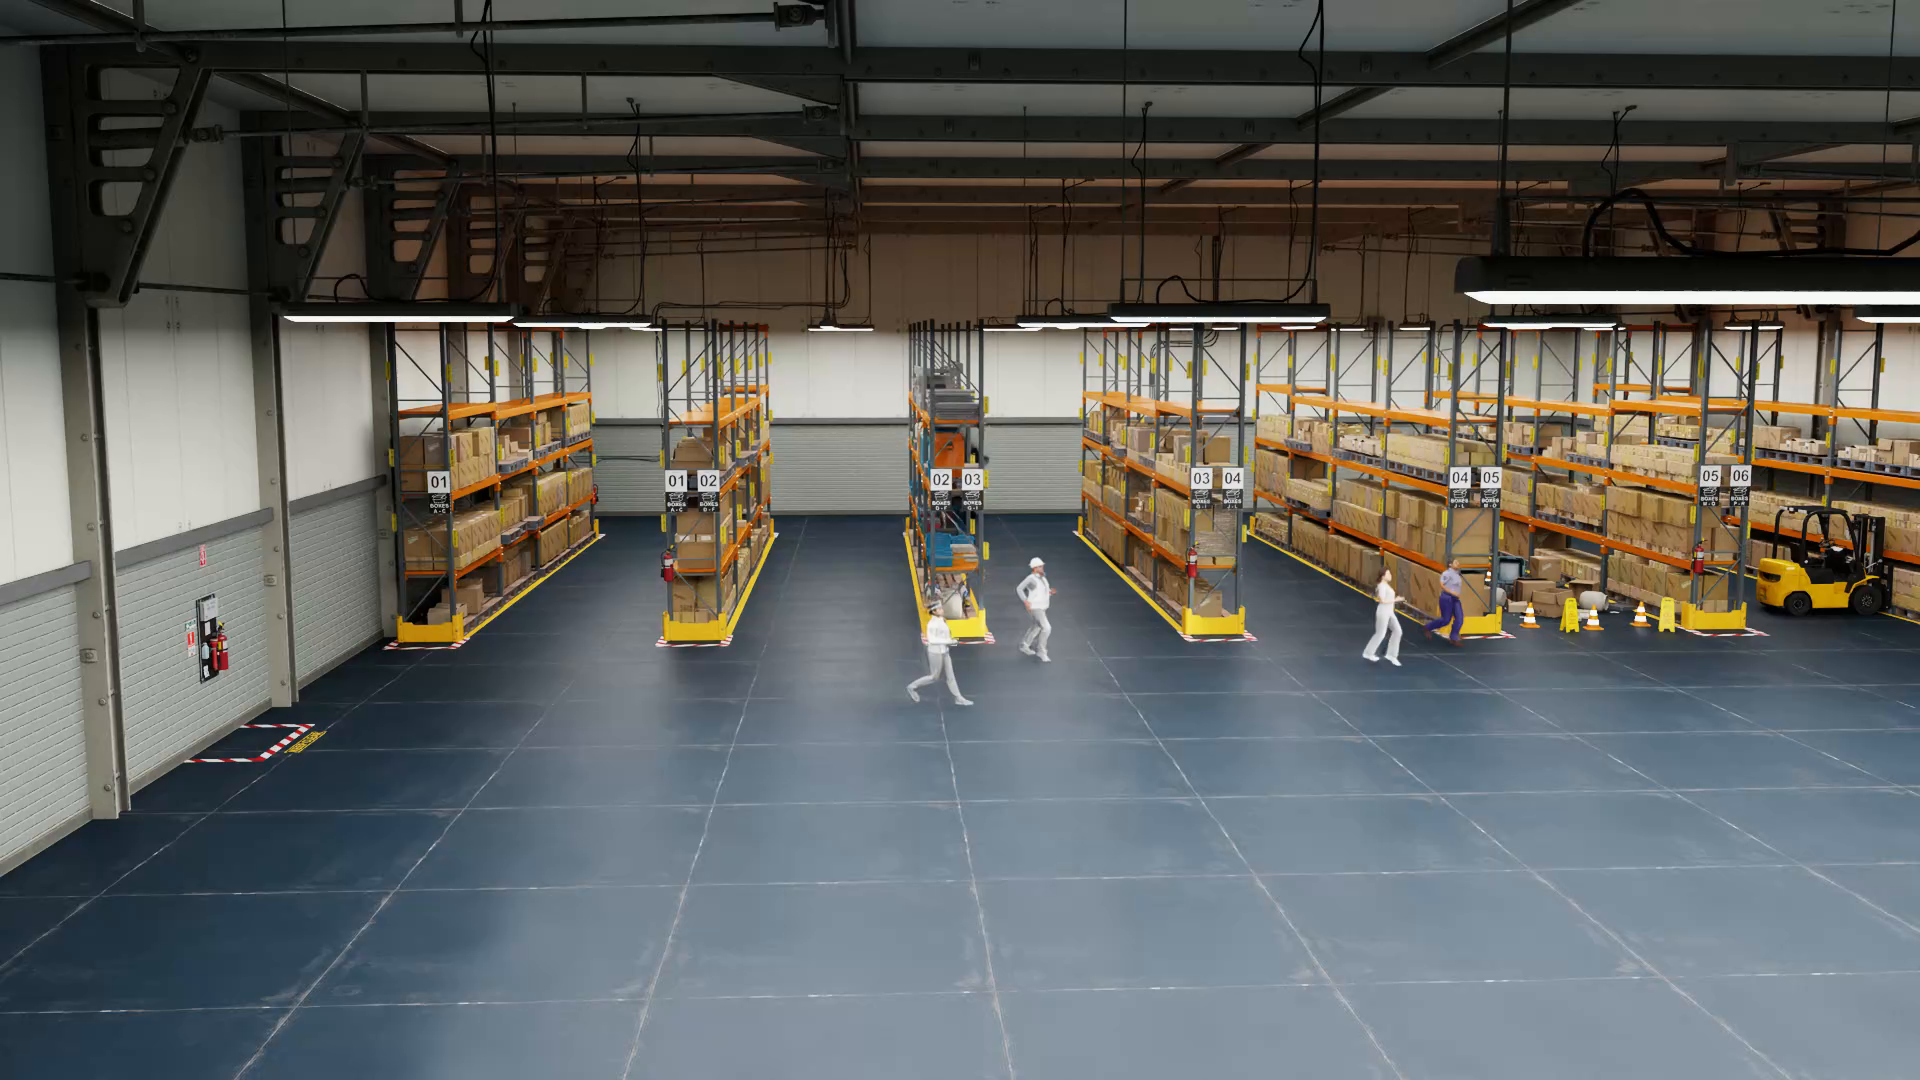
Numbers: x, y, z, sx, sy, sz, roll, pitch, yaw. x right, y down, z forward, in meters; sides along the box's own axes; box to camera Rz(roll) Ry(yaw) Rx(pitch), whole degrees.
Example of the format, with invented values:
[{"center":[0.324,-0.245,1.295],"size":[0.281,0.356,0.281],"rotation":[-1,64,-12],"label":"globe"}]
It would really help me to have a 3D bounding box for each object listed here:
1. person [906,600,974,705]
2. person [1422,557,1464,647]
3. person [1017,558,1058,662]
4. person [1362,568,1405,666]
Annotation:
[{"center":[-0.300,1.717,25.495],"size":[1.046,1.636,0.627],"rotation":[2,7,19],"label":"person"},{"center":[9.053,1.129,30.859],"size":[0.787,1.634,0.629],"rotation":[6,10,42],"label":"person"},{"center":[1.365,1.232,29.326],"size":[0.770,1.837,0.630],"rotation":[4,8,27],"label":"person"},{"center":[7.369,1.333,28.881],"size":[0.710,1.723,0.546],"rotation":[4,8,31],"label":"person"}]
